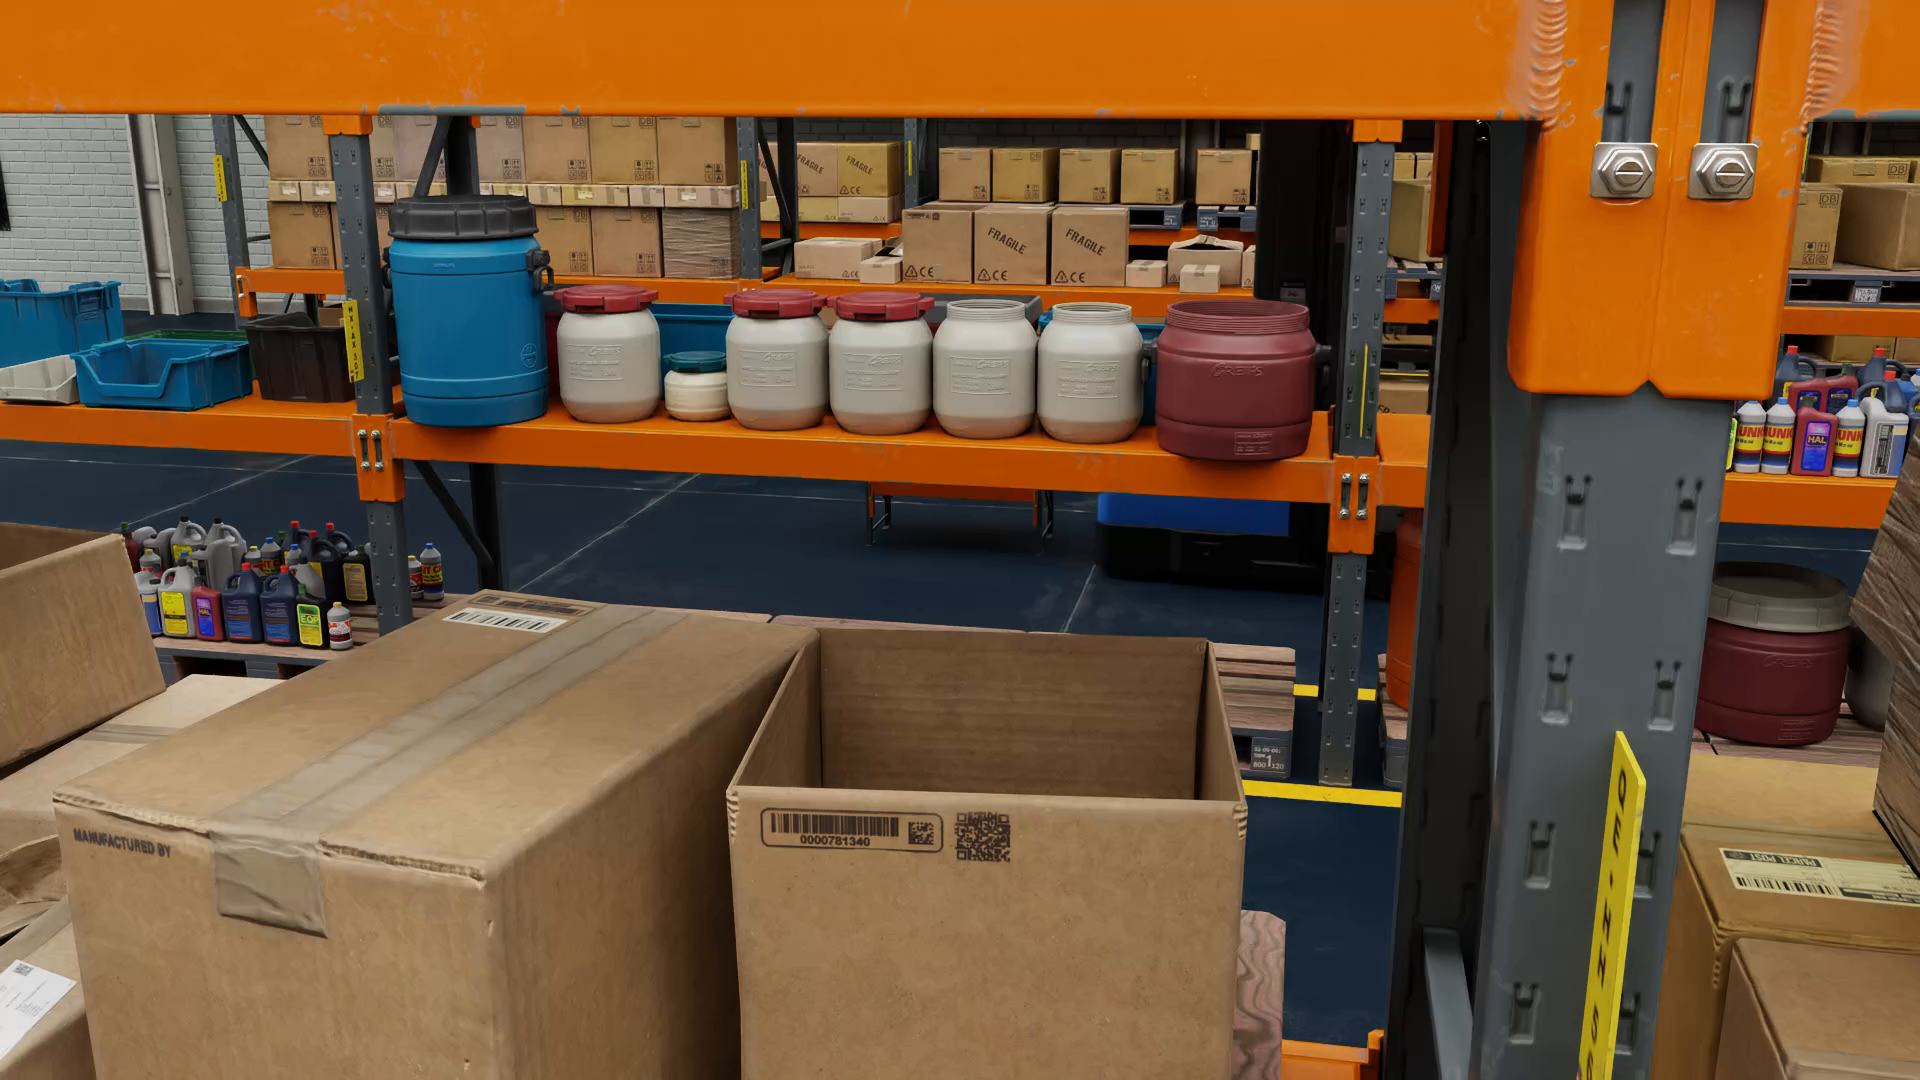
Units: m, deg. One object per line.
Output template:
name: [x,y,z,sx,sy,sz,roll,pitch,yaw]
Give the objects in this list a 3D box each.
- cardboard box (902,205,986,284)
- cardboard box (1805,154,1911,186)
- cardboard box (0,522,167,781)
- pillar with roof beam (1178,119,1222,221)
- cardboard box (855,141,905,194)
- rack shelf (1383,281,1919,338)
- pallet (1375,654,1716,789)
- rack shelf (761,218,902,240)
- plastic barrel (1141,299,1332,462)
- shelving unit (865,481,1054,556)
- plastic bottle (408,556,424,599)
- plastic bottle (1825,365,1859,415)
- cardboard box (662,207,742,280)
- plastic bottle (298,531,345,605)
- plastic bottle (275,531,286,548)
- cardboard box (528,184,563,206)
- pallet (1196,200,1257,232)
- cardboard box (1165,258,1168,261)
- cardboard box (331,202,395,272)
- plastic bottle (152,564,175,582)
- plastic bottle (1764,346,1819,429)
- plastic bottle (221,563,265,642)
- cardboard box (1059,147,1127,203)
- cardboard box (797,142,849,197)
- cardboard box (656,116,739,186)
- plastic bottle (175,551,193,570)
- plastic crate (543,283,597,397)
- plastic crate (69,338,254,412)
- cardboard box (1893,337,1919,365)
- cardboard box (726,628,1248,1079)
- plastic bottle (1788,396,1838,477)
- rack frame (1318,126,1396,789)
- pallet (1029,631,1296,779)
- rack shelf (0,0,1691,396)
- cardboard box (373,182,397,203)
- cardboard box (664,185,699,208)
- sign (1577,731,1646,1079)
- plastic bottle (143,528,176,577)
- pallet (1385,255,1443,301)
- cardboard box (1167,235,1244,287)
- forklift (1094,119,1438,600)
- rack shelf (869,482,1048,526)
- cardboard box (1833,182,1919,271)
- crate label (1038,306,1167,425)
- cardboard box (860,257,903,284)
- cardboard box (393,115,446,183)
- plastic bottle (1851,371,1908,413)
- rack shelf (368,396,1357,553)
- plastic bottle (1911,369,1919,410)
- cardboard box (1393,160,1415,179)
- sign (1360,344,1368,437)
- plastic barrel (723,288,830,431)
cardboard box: [-0.098,-2.092,11.738,0.500,0.500,0.500,4,16,15]
cardboard box: [7.988,-3.099,14.998,0.700,0.700,0.980,3,16,12]
cardboard box: [-1.624,0.290,2.345,0.637,0.503,0.797,5,16,17]
pillar with roof beam: [1.580,-5.261,12.126,0.400,9.000,9.100,3,16,11]
cardboard box: [-0.799,-3.791,16.899,0.500,0.500,0.500,3,16,10]
rack shelf: [4.516,-1.451,10.959,4.000,0.370,1.077,3,16,11]
pallet: [2.346,0.766,6.830,1.213,0.211,1.003,3,16,11]
rack shelf: [-2.340,-3.173,17.174,4.000,0.370,1.077,3,16,11]
plastic barrel: [1.050,-0.620,6.355,0.708,0.536,0.600,3,16,11]
shelving unit: [0.007,-0.542,9.841,1.048,1.125,0.538,3,16,11]
plastic bottle: [-2.679,0.178,8.148,0.097,0.201,0.097,0,15,0]
plastic bottle: [3.467,-0.549,6.573,0.133,0.283,0.061,3,16,11]
cardboard box: [-1.800,-2.187,12.081,0.500,0.500,0.700,3,16,10]
plastic bottle: [-3.091,0.129,8.044,0.185,0.351,0.144,3,16,11]
plastic bottle: [-3.401,0.094,8.296,0.133,0.283,0.061,4,16,14]
cardboard box: [-2.917,-2.504,12.011,0.250,0.149,0.380,4,16,13]
pallet: [2.820,-3.118,15.988,1.003,0.211,1.213,3,16,11]
cardboard box: [2.278,-2.640,16.359,0.500,0.250,0.500,3,16,12]
cardboard box: [-4.313,-2.323,12.572,0.500,0.500,0.700,4,16,13]
plastic bottle: [-3.685,0.252,7.728,0.133,0.283,0.061,3,16,11]
plastic bottle: [3.315,-0.595,6.612,0.185,0.351,0.144,3,16,11]
plastic bottle: [-3.231,0.274,7.521,0.185,0.351,0.144,2,16,8]
cardboard box: [1.310,-3.579,16.281,0.500,0.500,0.700,5,16,19]
cardboard box: [-1.395,-3.681,16.501,0.500,0.500,0.500,3,16,11]
cardboard box: [-1.800,-2.812,11.908,0.500,0.500,0.700,3,16,11]
plastic bottle: [-3.828,0.155,8.231,0.097,0.201,0.097,0,15,0]
plastic crate: [-1.819,-0.906,7.526,0.583,0.464,0.402,3,16,11]
plastic crate: [-3.493,-0.738,7.314,0.616,0.251,0.499,3,16,11]
cardboard box: [8.664,-1.891,15.095,0.500,0.500,0.700,3,16,11]
cardboard box: [0.041,0.418,1.889,0.500,0.500,0.500,1,16,4]
plastic bottle: [3.048,-0.371,5.932,0.133,0.283,0.061,3,16,11]
rack frame: [1.566,-0.609,6.570,0.127,3.000,1.000,3,16,11]
pallet: [0.814,0.684,7.128,1.213,0.211,1.003,3,16,11]
rack shelf: [-1.381,-0.518,1.972,4.000,0.370,1.077,3,16,11]
cardboard box: [-4.191,-2.572,12.257,0.250,0.149,0.380,3,16,10]
cardboard box: [-1.915,-2.450,11.815,0.250,0.149,0.380,3,16,10]
sign: [0.480,0.310,1.234,0.005,0.325,0.100,3,16,11]
plastic bottle: [-4.009,0.077,8.372,0.135,0.276,0.152,3,16,10]
pallet: [3.234,-1.794,11.209,1.003,0.211,1.213,3,16,11]
cardboard box: [1.718,-1.959,11.614,0.500,0.311,0.500,3,16,10]
forklift: [2.325,-1.236,8.965,3.031,2.935,1.130,4,16,14]
rack shelf: [0.007,-0.306,9.906,1.000,0.278,0.538,3,16,11]
cardboard box: [6.056,-2.026,10.712,0.500,0.500,0.700,-2,16,-8]
crate label: [0.646,-0.749,7.012,0.616,0.435,0.502,3,16,11]
cardboard box: [-0.536,-1.895,11.686,0.250,0.149,0.380,3,16,11]
cardboard box: [-3.766,-2.919,12.293,0.500,0.500,0.700,3,16,11]
plastic bottle: [3.338,-0.441,6.057,0.185,0.351,0.144,3,16,11]
rack shelf: [-0.394,-0.368,7.050,4.000,0.370,1.077,3,16,11]
plastic bottle: [3.769,-0.538,6.557,0.097,0.271,0.097,0,15,0]
cardboard box: [3.965,-3.309,15.535,0.500,0.500,0.500,4,16,13]
sign: [1.463,-0.543,6.027,0.005,0.325,0.100,3,16,11]
plastic barrel: [-0.742,-0.740,6.788,0.433,0.535,0.433,0,15,0]
